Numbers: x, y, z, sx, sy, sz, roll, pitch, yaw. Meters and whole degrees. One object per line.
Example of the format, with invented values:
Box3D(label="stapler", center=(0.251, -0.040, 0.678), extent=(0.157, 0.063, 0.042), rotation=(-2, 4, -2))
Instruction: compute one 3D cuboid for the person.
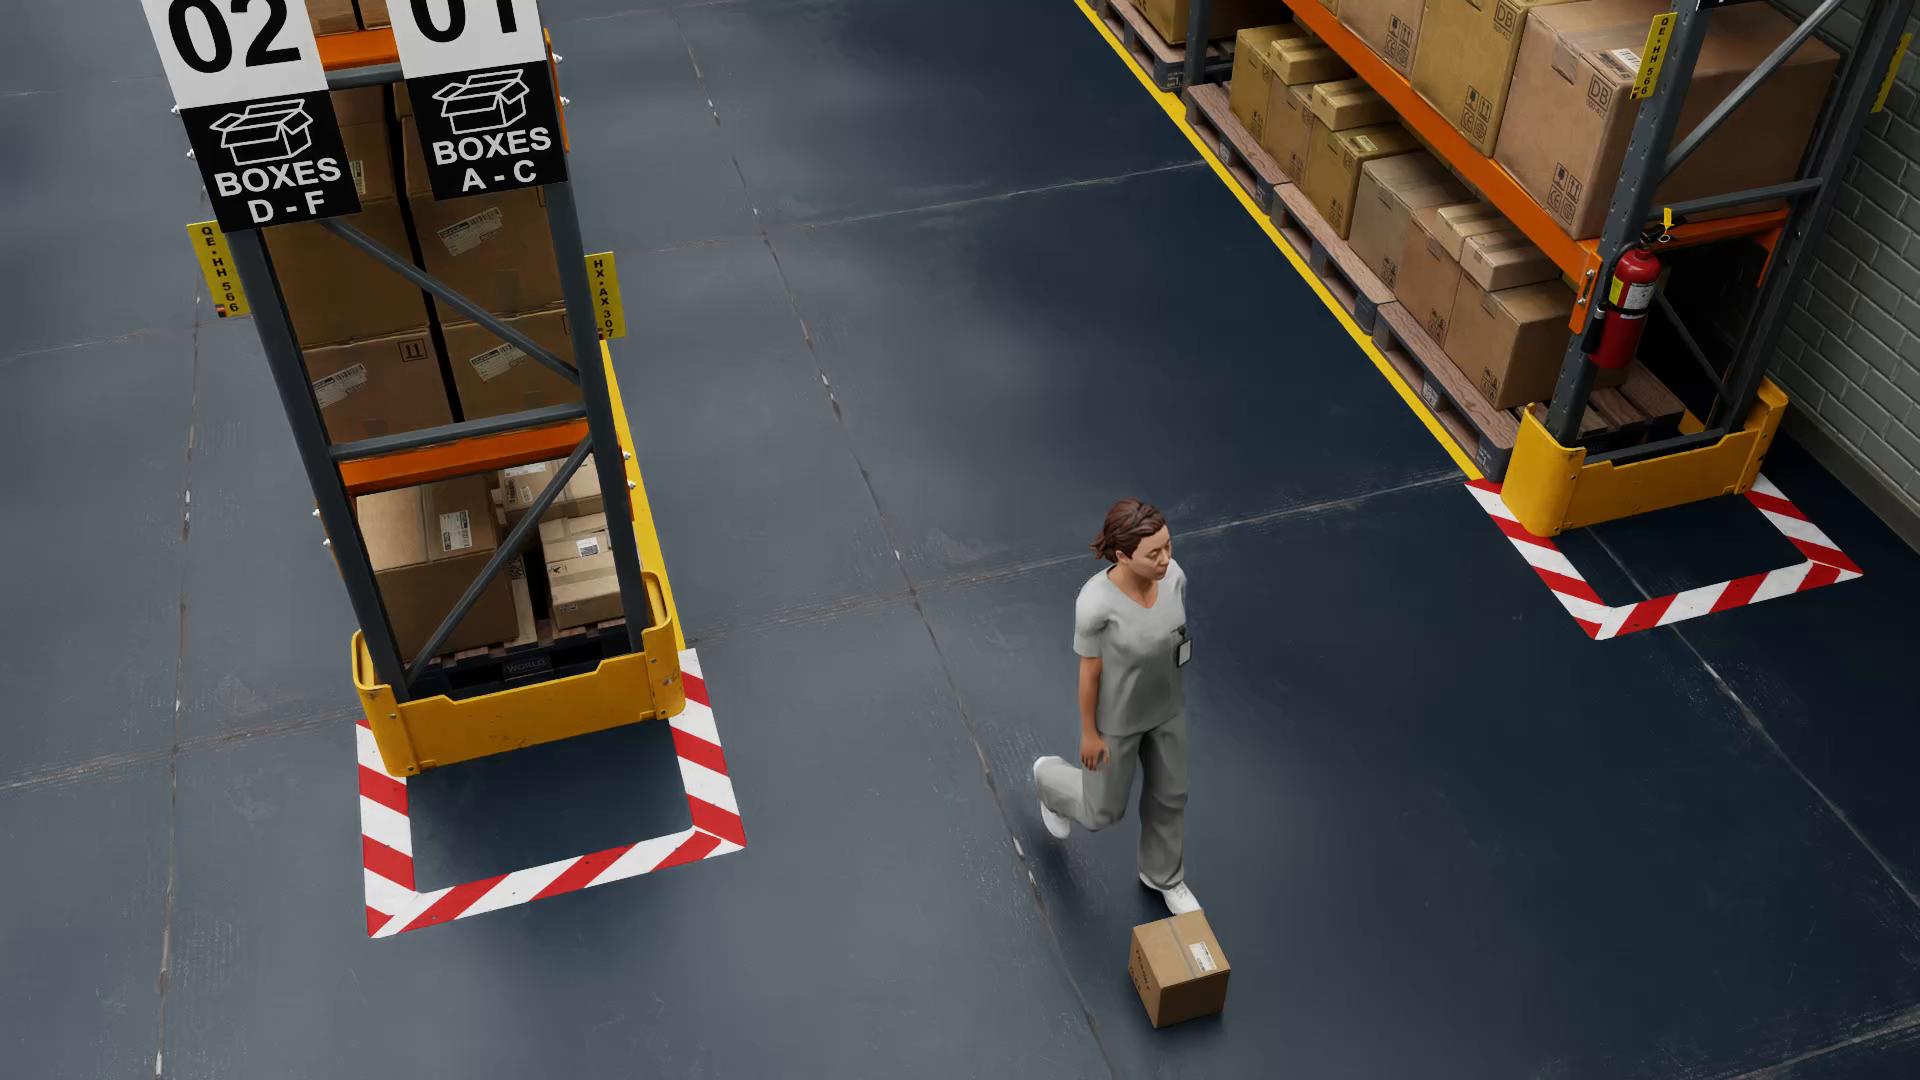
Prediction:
Box3D(label="person", center=(0.579, 0.567, 5.519), extent=(0.460, 1.653, 0.739), rotation=(-21, 46, -21))
